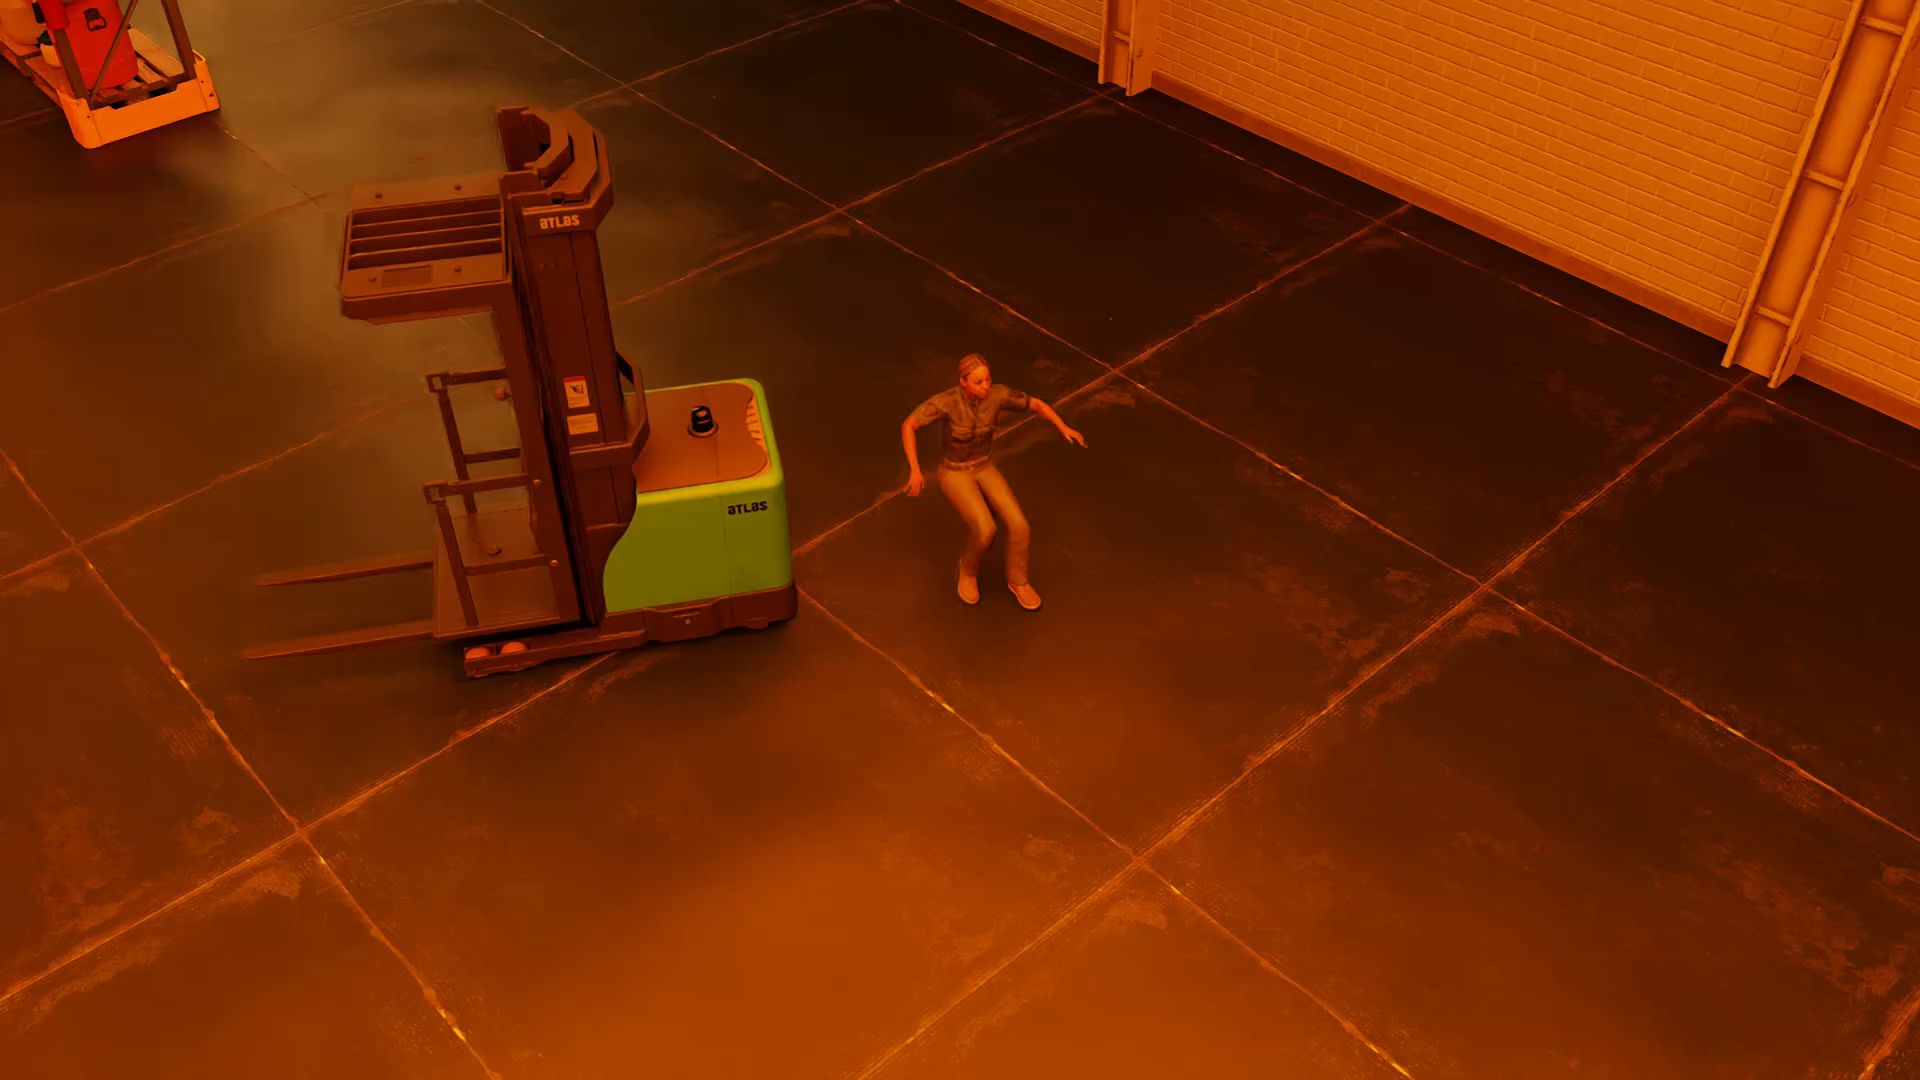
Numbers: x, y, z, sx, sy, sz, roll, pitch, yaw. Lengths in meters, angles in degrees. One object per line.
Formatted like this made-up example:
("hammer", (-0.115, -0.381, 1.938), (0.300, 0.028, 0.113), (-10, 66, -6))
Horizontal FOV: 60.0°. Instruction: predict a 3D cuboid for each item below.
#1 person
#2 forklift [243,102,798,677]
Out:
("person", (0.157, -0.305, 9.408), (0.984, 1.420, 0.804), (-27, 48, -28))
("forklift", (-2.507, -0.727, 8.752), (3.031, 2.935, 1.130), (-8, 42, -10))
